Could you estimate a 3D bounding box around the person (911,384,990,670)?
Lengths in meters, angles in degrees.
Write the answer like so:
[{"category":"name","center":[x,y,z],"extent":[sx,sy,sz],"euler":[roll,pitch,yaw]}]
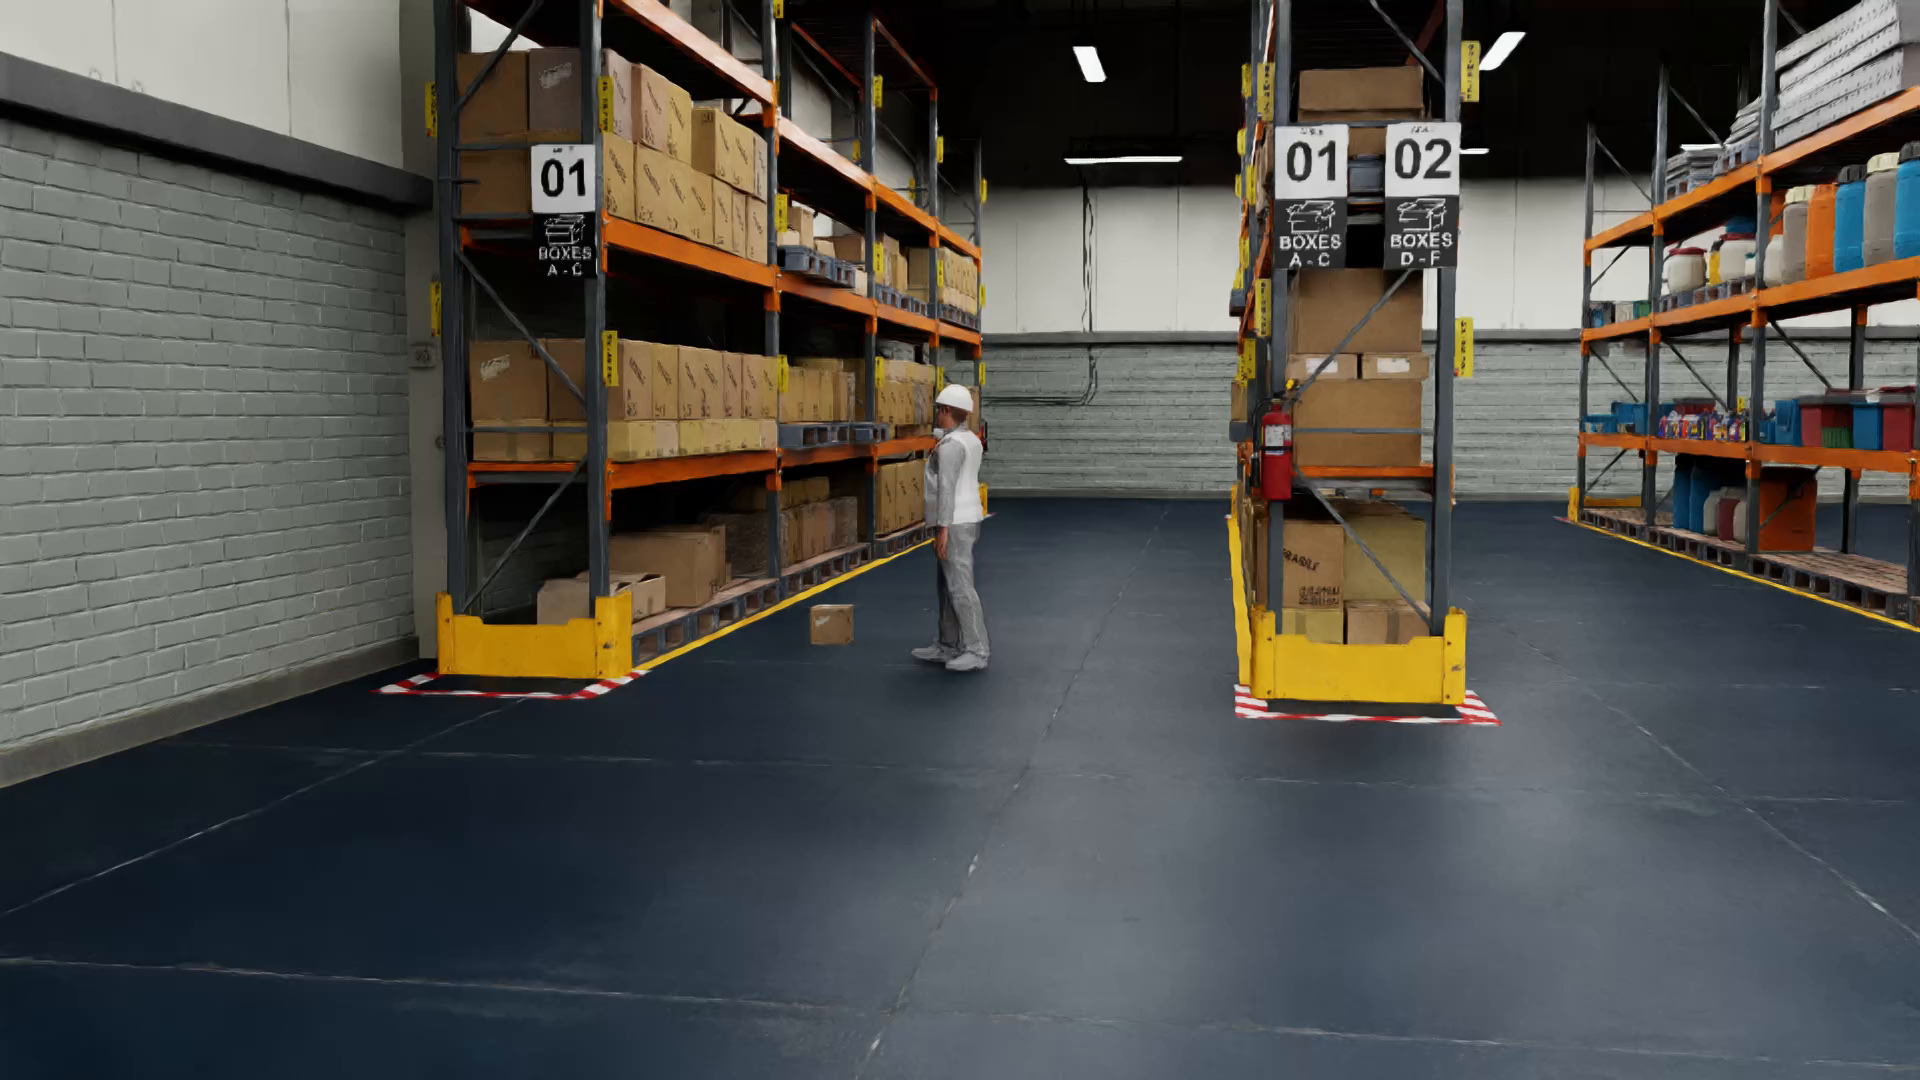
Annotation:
[{"category":"person","center":[-0.062,-0.093,10.511],"extent":[0.577,1.774,0.689],"euler":[1,5,13]}]
